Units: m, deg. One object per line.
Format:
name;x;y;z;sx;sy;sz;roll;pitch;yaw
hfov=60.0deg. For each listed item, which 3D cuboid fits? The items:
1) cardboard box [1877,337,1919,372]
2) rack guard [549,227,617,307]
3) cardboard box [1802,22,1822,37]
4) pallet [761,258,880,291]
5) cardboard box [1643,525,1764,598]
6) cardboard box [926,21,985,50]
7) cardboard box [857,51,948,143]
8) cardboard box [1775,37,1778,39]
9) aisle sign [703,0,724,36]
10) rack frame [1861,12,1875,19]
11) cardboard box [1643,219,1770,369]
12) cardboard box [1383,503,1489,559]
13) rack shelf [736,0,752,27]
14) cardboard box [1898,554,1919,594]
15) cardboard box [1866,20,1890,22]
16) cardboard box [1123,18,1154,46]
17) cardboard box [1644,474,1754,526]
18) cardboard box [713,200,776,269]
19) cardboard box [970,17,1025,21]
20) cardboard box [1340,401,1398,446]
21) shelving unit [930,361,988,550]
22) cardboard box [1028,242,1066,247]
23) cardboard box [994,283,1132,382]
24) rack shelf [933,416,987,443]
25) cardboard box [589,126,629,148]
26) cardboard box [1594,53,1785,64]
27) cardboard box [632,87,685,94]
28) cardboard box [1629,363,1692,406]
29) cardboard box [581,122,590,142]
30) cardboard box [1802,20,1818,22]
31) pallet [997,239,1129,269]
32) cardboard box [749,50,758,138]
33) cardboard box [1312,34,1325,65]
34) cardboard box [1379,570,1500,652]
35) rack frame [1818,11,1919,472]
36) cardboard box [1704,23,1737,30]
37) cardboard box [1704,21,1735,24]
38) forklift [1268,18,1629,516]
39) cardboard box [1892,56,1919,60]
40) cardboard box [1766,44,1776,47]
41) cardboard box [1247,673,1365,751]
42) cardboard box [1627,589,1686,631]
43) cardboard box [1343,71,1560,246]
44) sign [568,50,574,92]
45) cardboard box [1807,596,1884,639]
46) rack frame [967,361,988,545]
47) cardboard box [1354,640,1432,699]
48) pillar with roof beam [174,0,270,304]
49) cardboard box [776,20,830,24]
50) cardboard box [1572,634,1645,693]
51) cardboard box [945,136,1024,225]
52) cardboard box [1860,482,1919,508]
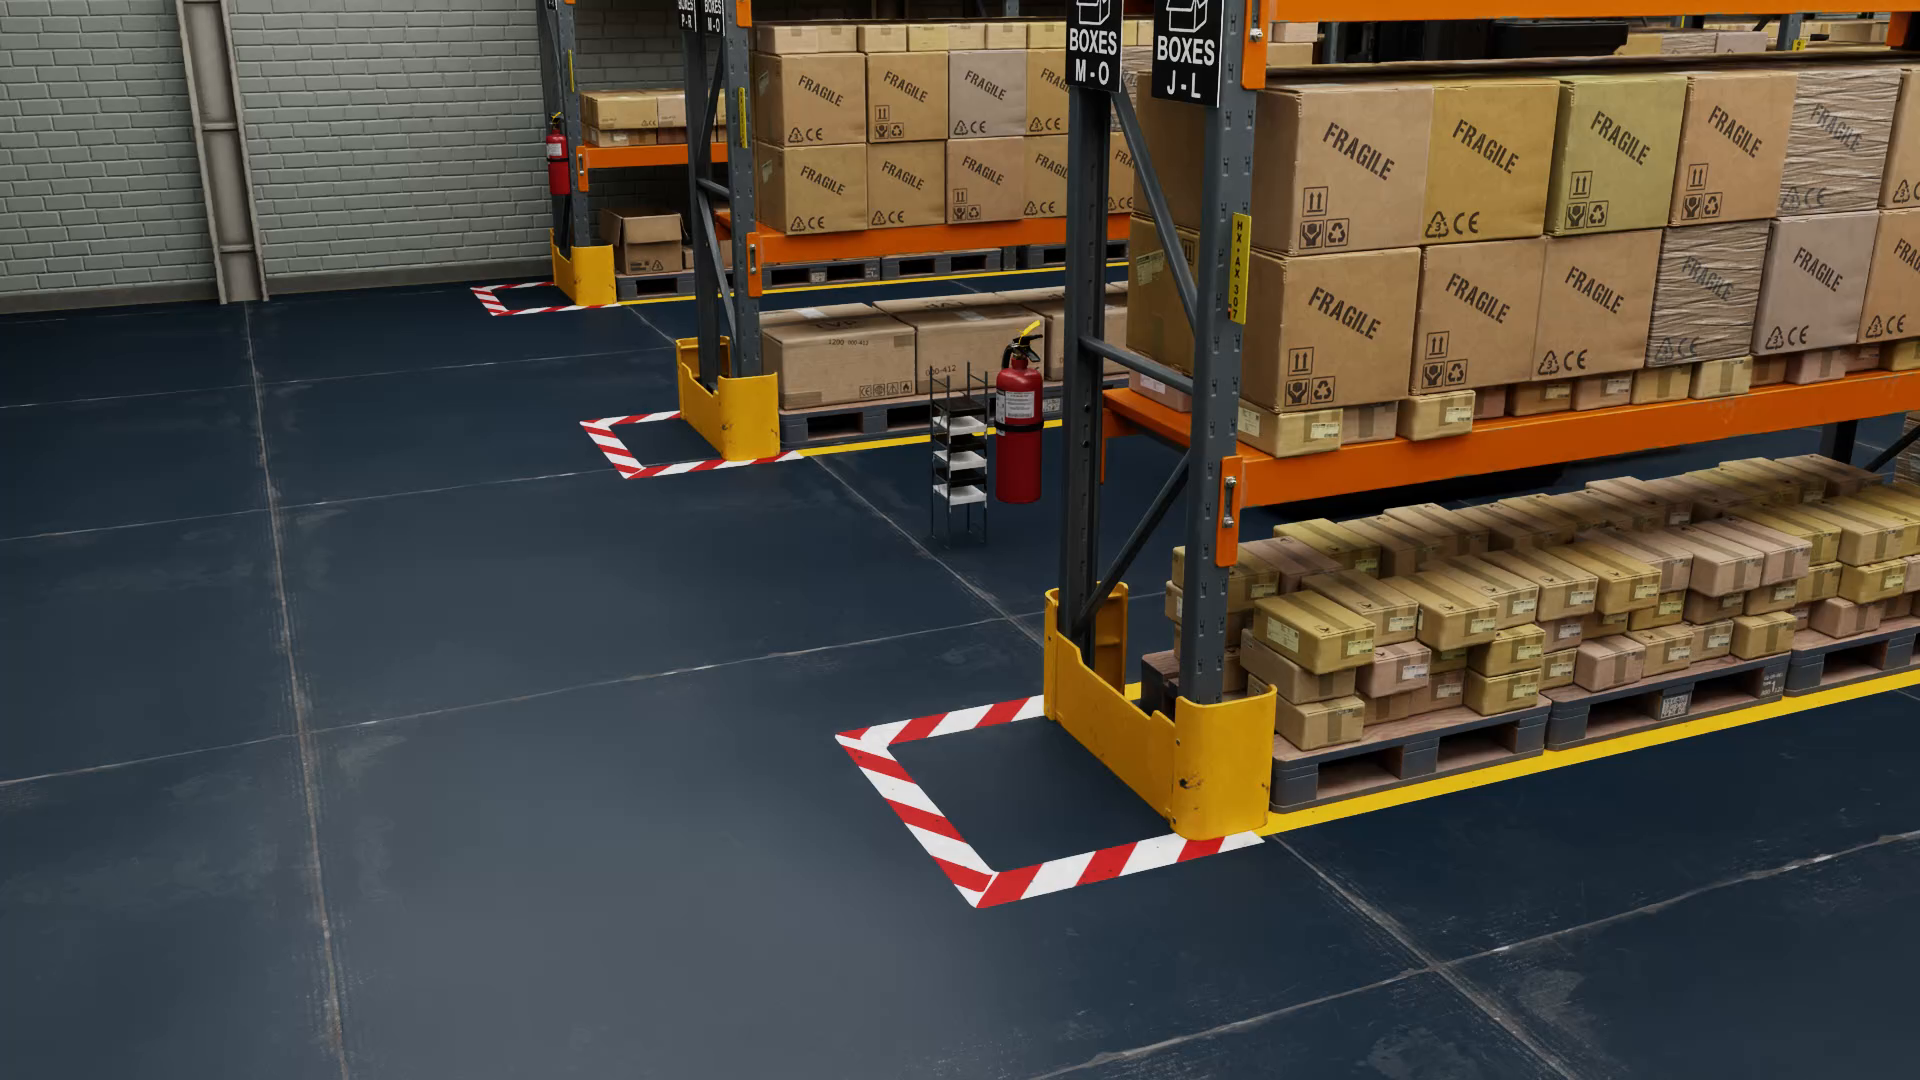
cardboard box;3.670;-0.794;6.639;0.250;0.149;0.380;-7;21;-20
rack guard;-3.325;-2.420;14.641;0.348;0.500;1.175;-8;21;-22
cardboard box;9.645;-5.872;19.107;0.250;0.149;0.380;-8;21;-21
pallet;-1.474;-2.548;15.440;1.213;0.211;1.003;-8;21;-22
cardboard box;2.909;0.081;6.541;0.250;0.149;0.380;-9;21;-24
cardboard box;-0.038;-3.009;9.918;0.250;0.149;0.380;-8;21;-21
cardboard box;-0.400;-2.641;9.849;0.500;0.500;0.500;-9;21;-23
cardboard box;9.208;-5.642;18.901;0.250;0.149;0.380;-9;21;-24
aisle sign;-1.376;-3.204;9.190;0.004;0.787;0.394;-8;21;-22
rack frame;11.297;-5.694;20.176;0.127;3.000;1.000;-8;21;-22
cardboard box;2.552;-0.949;6.103;0.500;0.500;0.500;-9;21;-23
cardboard box;1.943;-0.016;6.814;0.250;0.149;0.380;-7;21;-20
rack shelf;0.412;-3.414;10.269;4.000;0.370;1.077;-8;21;-22
cardboard box;3.895;0.079;6.995;0.250;0.149;0.380;-9;21;-25
cardboard box;10.837;-6.034;19.567;0.250;0.149;0.380;-8;21;-22
cardboard box;1.132;-3.175;10.390;0.250;0.149;0.380;-8;21;-22
cardboard box;3.184;-0.150;7.195;0.250;0.149;0.380;-9;21;-23
cardboard box;-1.995;-2.760;14.975;0.500;0.500;0.700;-7;21;-20
cardboard box;0.224;-3.222;10.523;0.250;0.149;0.380;-7;21;-20
cardboard box;1.273;-0.450;5.661;0.250;0.149;0.380;-7;21;-20
shelving unit;-0.007;-0.423;8.370;0.210;0.900;0.258;-8;21;-22
cardboard box;0.812;-3.129;16.024;0.500;0.500;0.500;-7;21;-20
cardboard box;0.807;-1.423;11.274;0.875;0.438;0.875;-9;21;-24
rack shelf;-0.007;-0.562;8.321;0.200;0.077;0.258;-8;21;-22
cardboard box;-2.984;-3.430;14.125;0.250;0.149;0.380;-8;21;-22
cardboard box;2.846;-1.650;6.587;0.500;0.500;0.500;-8;21;-21
cardboard box;-2.603;-3.867;14.767;0.500;0.250;0.500;-8;21;-22
cardboard box;2.468;-0.624;6.157;0.250;0.149;0.380;-7;21;-20
cardboard box;-3.196;-3.596;14.596;0.250;0.149;0.380;-8;21;-23
cardboard box;9.948;-6.074;19.682;0.250;0.149;0.380;-7;21;-20
pallet;1.010;-2.918;16.492;1.213;0.211;1.003;-8;21;-22
cardboard box;-1.076;-2.730;10.104;0.500;0.500;0.500;-7;21;-20
cardboard box;2.559;-3.256;11.596;0.500;0.500;0.500;-7;21;-20
cardboard box;1.732;0.254;6.048;0.250;0.149;0.380;-8;21;-22
rack frame;4.302;-1.106;7.145;0.127;3.000;1.000;-8;21;-22
cardboard box;8.469;-5.710;18.649;0.250;0.149;0.380;-9;21;-23
cardboard box;8.733;-5.934;19.284;0.250;0.149;0.380;-9;21;-23
forklift;2.860;-1.819;9.275;3.031;2.935;1.130;-9;21;-23
cardboard box;3.977;-1.620;6.503;0.500;0.500;0.500;-9;21;-24
cardboard box;6.228;-3.658;13.164;0.500;0.500;0.500;-9;21;-23
cardboard box;1.237;0.596;5.973;0.250;0.149;0.380;-8;21;-21
cardboard box;2.644;0.213;6.613;0.250;0.149;0.380;-7;21;-19
cardboard box;1.607;-1.285;5.551;0.500;0.500;0.500;-8;21;-20
sign;-3.179;-3.832;13.584;0.005;0.325;0.100;-8;21;-22
cardboard box;3.588;0.260;6.928;0.250;0.149;0.380;-9;21;-24
rack frame;0.086;-0.437;8.408;0.006;0.900;0.240;-8;21;-22
cardboard box;1.485;0.418;6.032;0.250;0.149;0.380;-8;21;-22
pillar with roof beam;-4.522;-5.026;9.246;0.400;9.000;9.100;-8;21;-22
cardboard box;-0.951;-3.049;10.033;0.250;0.149;0.380;-8;21;-21
cardboard box;2.408;0.433;6.437;0.250;0.149;0.380;-9;21;-25
cardboard box;0.057;-2.235;10.202;0.500;0.500;0.500;-8;21;-22
cardboard box;4.078;-0.113;7.092;0.250;0.149;0.380;-8;21;-20
